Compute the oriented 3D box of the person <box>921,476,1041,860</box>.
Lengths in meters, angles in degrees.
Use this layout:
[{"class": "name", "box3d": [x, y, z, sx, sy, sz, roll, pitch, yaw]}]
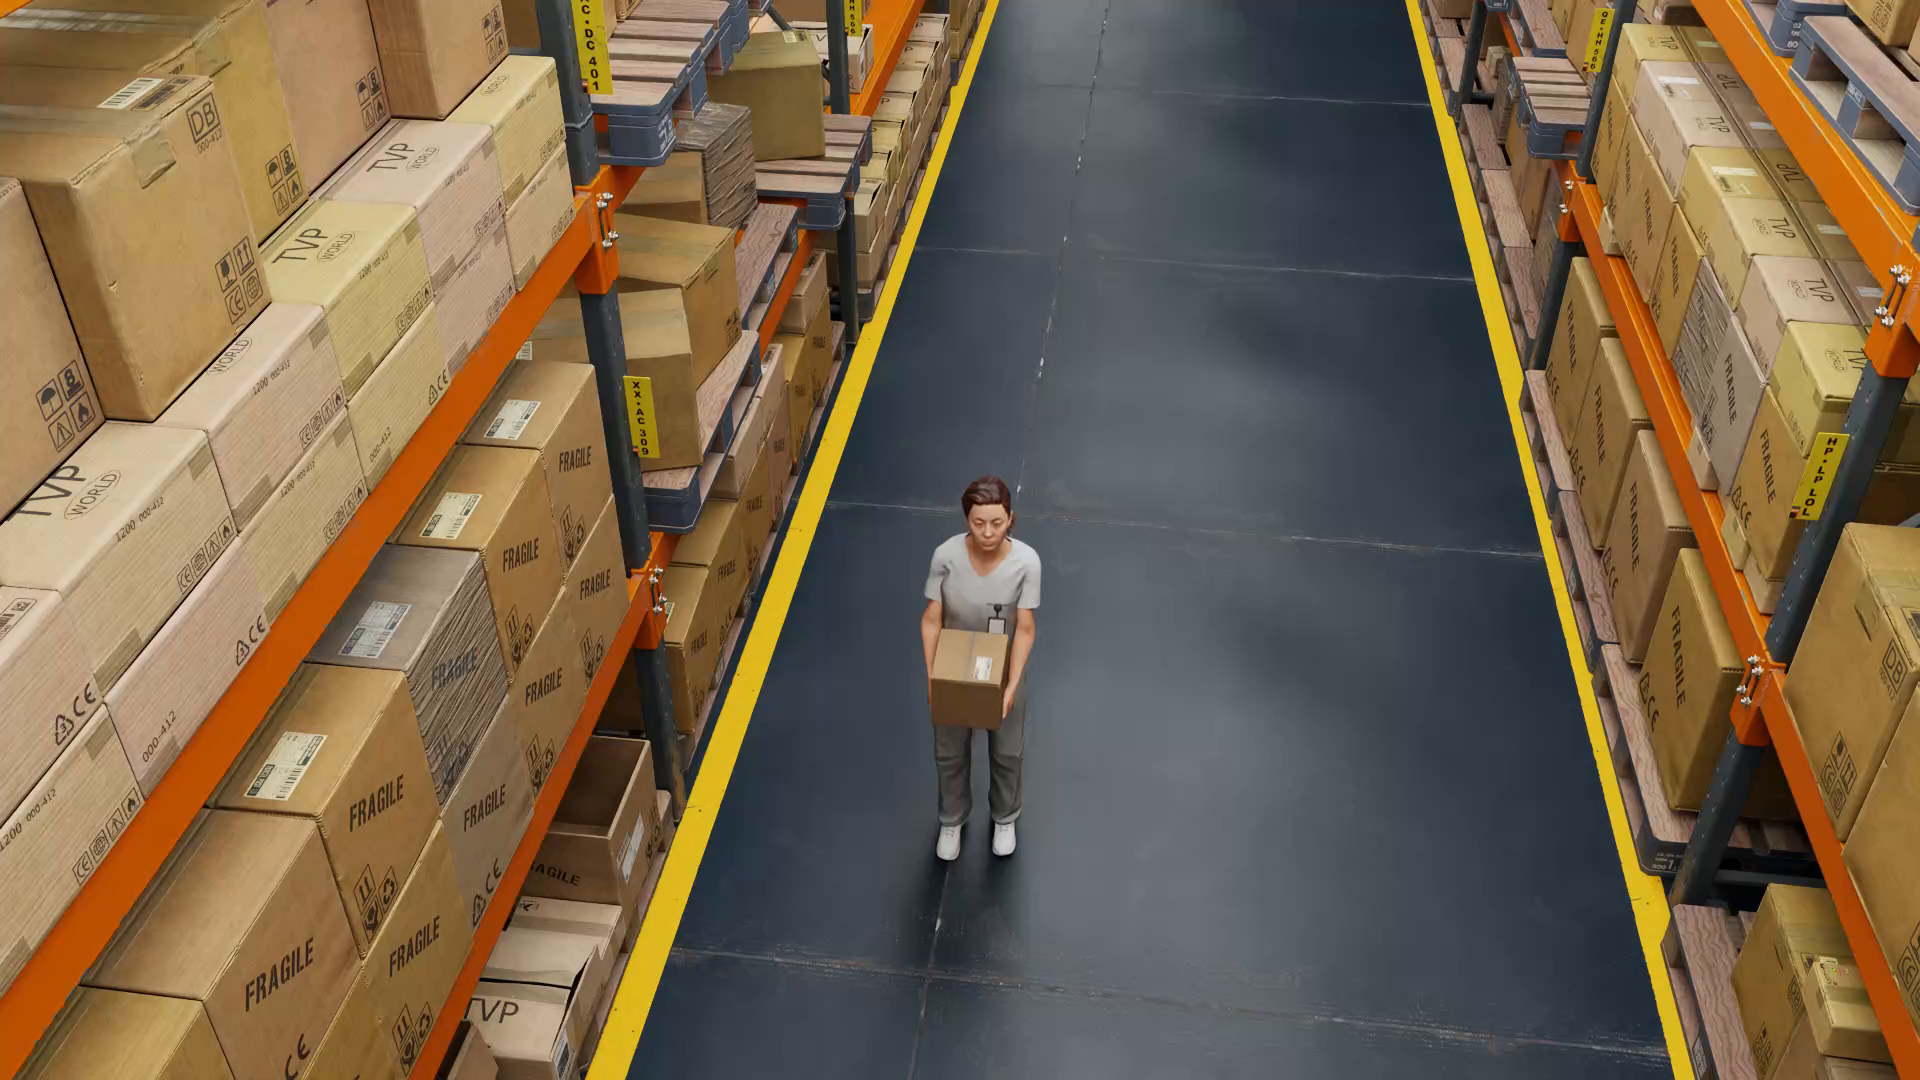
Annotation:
[{"class": "person", "box3d": [0.071, 0.538, 6.318, 0.437, 1.665, 0.549, 5, 37, 7]}]
